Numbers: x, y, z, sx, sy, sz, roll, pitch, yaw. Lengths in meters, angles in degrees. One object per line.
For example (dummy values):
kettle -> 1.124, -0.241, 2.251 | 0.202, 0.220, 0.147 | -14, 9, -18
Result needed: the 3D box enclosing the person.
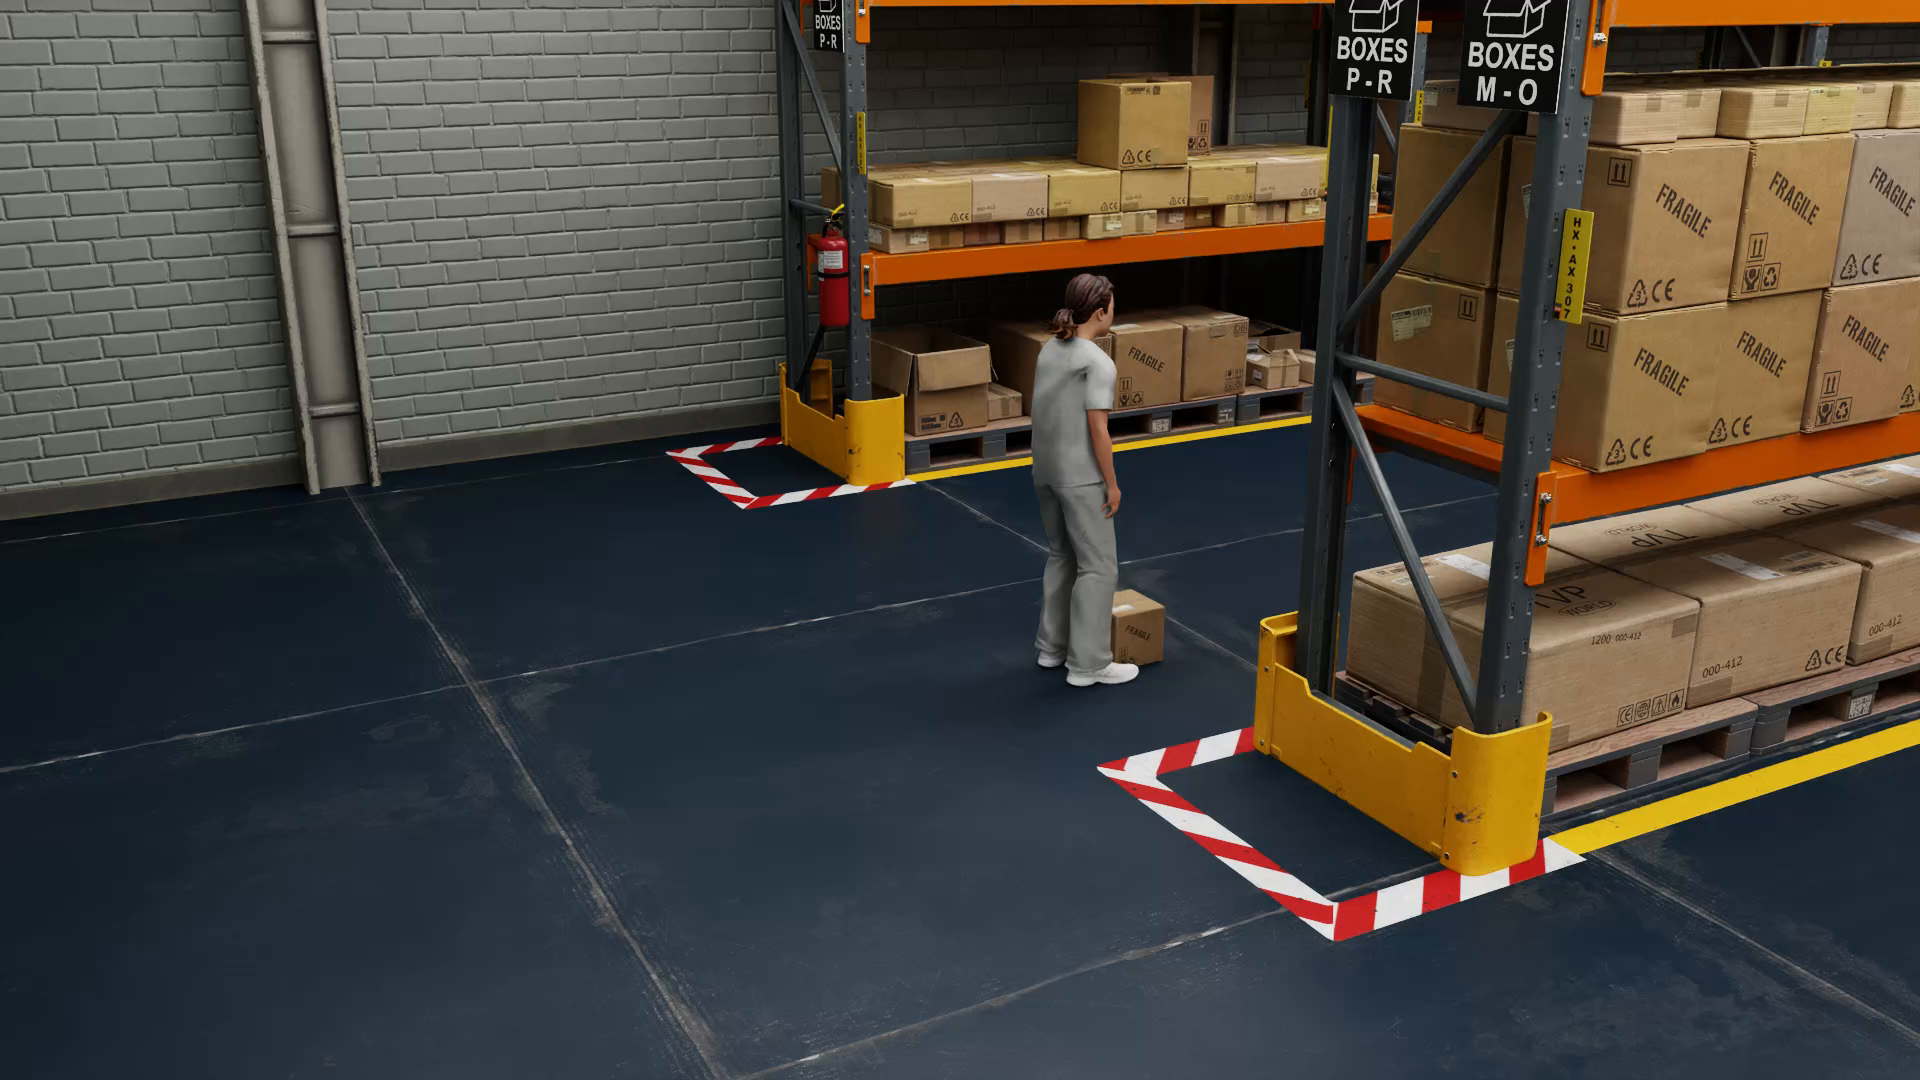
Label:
person -> 0.488, -0.247, 6.802 | 0.364, 1.671, 0.501 | -11, 21, -29
